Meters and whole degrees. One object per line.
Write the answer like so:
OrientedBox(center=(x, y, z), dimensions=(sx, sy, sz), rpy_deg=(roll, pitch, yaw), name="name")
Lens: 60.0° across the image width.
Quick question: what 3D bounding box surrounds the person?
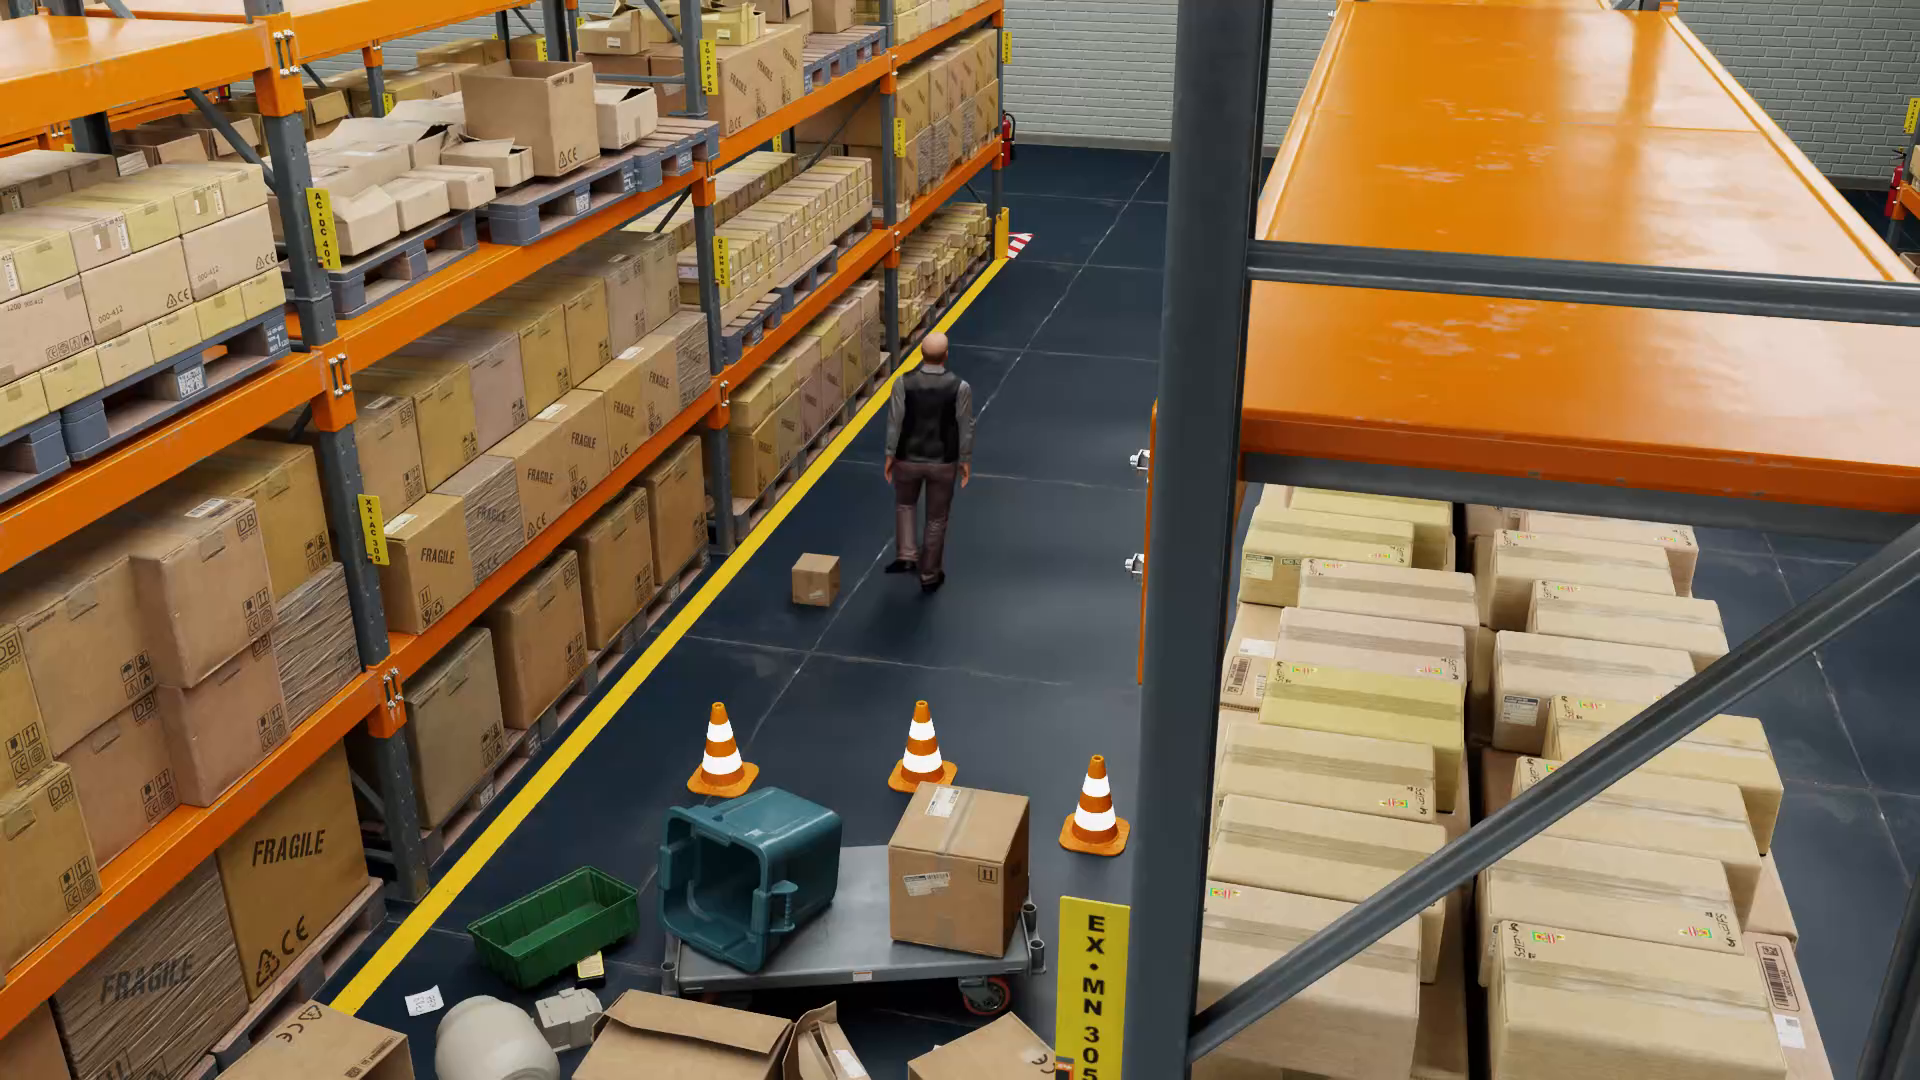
OrientedBox(center=(-0.204, -0.493, 10.767), dimensions=(0.583, 1.715, 0.474), rpy_deg=(2, 25, 5), name="person")
